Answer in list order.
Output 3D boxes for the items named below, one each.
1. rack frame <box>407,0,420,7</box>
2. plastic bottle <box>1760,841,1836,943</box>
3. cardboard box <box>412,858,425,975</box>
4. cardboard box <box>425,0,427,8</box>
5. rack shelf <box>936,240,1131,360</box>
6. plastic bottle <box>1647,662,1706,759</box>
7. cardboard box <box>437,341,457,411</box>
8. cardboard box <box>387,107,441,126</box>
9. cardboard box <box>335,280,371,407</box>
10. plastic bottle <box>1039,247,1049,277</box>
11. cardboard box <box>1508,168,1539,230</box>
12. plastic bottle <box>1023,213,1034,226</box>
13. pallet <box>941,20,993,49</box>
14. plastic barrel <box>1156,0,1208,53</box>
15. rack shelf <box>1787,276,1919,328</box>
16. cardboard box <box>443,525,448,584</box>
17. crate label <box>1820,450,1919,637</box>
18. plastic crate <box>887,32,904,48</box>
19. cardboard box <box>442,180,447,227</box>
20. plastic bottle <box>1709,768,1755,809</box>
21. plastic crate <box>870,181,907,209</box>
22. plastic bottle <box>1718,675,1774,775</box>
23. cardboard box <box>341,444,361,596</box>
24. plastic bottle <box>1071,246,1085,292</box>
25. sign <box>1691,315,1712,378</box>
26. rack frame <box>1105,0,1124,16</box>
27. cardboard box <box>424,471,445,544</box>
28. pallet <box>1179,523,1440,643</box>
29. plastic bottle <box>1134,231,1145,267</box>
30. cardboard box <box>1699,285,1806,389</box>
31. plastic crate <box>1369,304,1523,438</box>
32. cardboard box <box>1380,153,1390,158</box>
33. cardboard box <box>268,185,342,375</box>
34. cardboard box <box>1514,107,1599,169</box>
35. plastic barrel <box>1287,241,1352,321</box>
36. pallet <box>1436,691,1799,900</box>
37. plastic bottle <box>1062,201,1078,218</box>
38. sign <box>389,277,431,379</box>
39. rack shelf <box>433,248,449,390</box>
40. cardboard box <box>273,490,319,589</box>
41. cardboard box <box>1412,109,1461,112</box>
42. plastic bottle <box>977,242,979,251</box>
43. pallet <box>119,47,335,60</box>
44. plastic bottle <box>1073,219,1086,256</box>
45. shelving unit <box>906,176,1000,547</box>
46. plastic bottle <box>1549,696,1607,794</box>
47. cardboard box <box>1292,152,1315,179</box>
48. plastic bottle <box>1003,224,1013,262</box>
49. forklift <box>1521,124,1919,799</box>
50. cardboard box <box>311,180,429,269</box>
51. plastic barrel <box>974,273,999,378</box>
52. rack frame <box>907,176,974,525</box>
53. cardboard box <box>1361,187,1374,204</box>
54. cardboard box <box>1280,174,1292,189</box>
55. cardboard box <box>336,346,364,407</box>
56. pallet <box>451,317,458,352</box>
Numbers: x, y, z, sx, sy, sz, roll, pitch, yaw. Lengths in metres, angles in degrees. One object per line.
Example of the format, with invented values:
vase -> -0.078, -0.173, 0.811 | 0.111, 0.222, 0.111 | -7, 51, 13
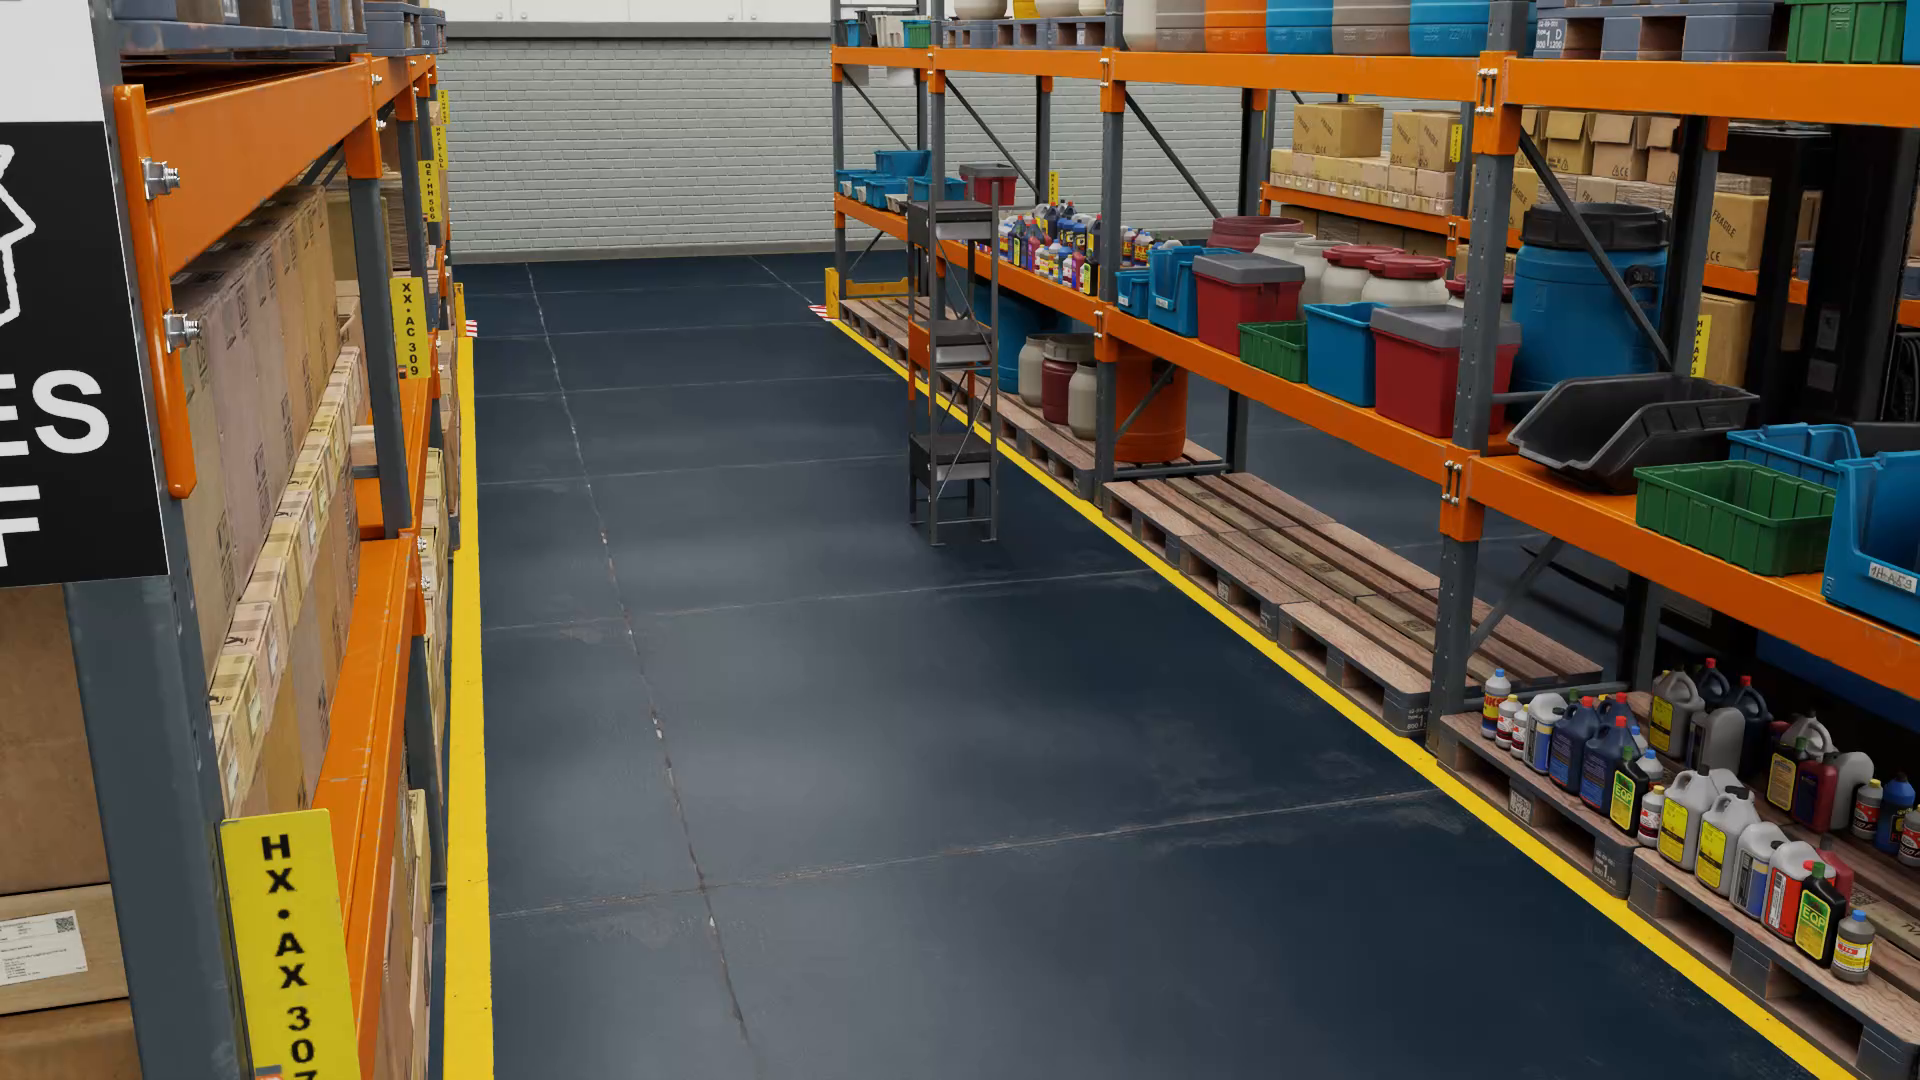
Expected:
rack frame -> -4.506, -5.272, 11.861 | 1.000, 3.000, 0.127 | -5, 17, -15
plastic bottle -> 2.586, 1.078, 5.118 | 0.152, 0.276, 0.135 | -5, 17, -15
cardboard box -> -1.842, 1.180, 4.860 | 0.500, 0.250, 0.500 | -5, 17, -15
cardboard box -> -4.804, -4.573, 14.139 | 0.500, 0.250, 0.500 | -5, 17, -15
rack shelf -> 0.807, -1.892, 12.286 | 1.077, 0.370, 4.000 | -5, 17, -15
plastic bottle -> 2.772, 0.648, 6.420 | 0.144, 0.351, 0.185 | -5, 17, -15
cardboard box -> -3.967, -1.161, 12.184 | 0.500, 0.500, 0.500 | -5, 17, -15
cardboard box -> -4.791, -3.506, 14.498 | 0.500, 0.500, 0.500 | -4, 17, -14
cardboard box -> -2.930, -0.878, 7.486 | 0.500, 0.500, 0.500 | -6, 18, -18
plastic bottle -> 0.598, -1.925, 11.491 | 0.097, 0.201, 0.097 | 0, 17, 0
cardboard box -> 5.045, -2.943, 14.362 | 0.500, 0.500, 0.500 | -5, 17, -15
plastic bottle -> 0.562, -2.596, 13.725 | 0.097, 0.201, 0.097 | 0, 17, 0
pallet -> 0.567, -3.927, 12.924 | 1.213, 0.211, 1.003 | -5, 17, -15
plastic barrel -> 1.374, -3.115, 9.024 | 0.600, 0.901, 0.600 | 0, 17, 0
rack shelf -> 6.669, -1.177, 9.907 | 1.077, 0.370, 4.000 | -5, 17, -15
cardboard box -> -2.882, 0.092, 8.482 | 0.500, 0.250, 0.500 | -5, 17, -16
crate label -> 2.790, 0.025, 4.593 | 0.502, 0.435, 0.616 | -5, 17, -15
plastic crate -> -0.458, -4.422, 14.702 | 0.293, 0.136, 0.466 | -5, 17, -15
cardboard box -> -4.663, -2.889, 14.183 | 0.500, 0.500, 0.500 | -5, 17, -16
plastic bottle -> 2.583, 0.924, 5.631 | 0.152, 0.276, 0.135 | -5, 17, -15
plastic crate -> -0.646, -3.303, 15.921 | 0.416, 0.233, 0.300 | -5, 17, -15
plastic bottle -> 2.963, 0.690, 6.282 | 0.144, 0.351, 0.185 | -6, 18, -18
cardboard box -> -2.179, -0.112, 4.936 | 0.700, 0.500, 0.500 | -5, 17, -17
plastic bottle -> 0.772, -1.769, 10.831 | 0.061, 0.283, 0.133 | -5, 17, -15
sign -> 2.988, -0.750, 6.753 | 0.100, 0.325, 0.005 | -5, 17, -15
rack frame -> 1.357, -4.556, 9.478 | 1.000, 3.000, 0.127 | -5, 17, -15
cardboard box -> -2.877, -0.177, 8.401 | 0.500, 0.311, 0.500 | -5, 17, -16
pallet -> 1.864, 0.207, 8.897 | 1.003, 0.211, 1.213 | -5, 17, -15
plastic bottle -> 1.289, -2.057, 11.808 | 0.097, 0.271, 0.097 | 0, 17, 0
cardboard box -> 5.950, -1.451, 12.531 | 1.225, 0.875, 0.875 | -6, 18, -18
plastic crate -> 2.029, -0.717, 7.014 | 0.402, 0.464, 0.583 | -5, 17, -15
cardboard box -> 4.588, -3.964, 17.678 | 0.500, 0.250, 0.500 | -5, 18, -17
cardboard box -> -2.179, -0.733, 4.750 | 0.700, 0.500, 0.500 | -5, 17, -15
cardboard box -> 5.203, -3.533, 14.583 | 0.797, 0.503, 0.637 | -5, 17, -17
plastic barrel -> 1.961, -1.352, 9.046 | 0.421, 0.512, 0.421 | 0, 17, 0
pallet -> 2.601, 0.948, 6.430 | 1.003, 0.211, 1.213 | -5, 17, -15
plastic bottle -> 0.876, -2.486, 13.101 | 0.144, 0.351, 0.185 | -5, 17, -15
sign -> -1.774, -0.683, 5.369 | 0.100, 0.325, 0.005 | -5, 17, -15
rack shelf -> -3.956, -1.501, 10.986 | 1.077, 0.370, 4.000 | -5, 17, -15
cardboard box -> -1.531, 0.011, 3.400 | 0.380, 0.149, 0.250 | -5, 17, -15
cardboard box -> 4.859, -4.044, 16.641 | 0.500, 0.500, 0.500 | -5, 18, -17
plastic bottle -> 0.178, -2.347, 12.896 | 0.097, 0.201, 0.097 | 0, 17, 0
pallet -> -2.562, -1.774, 5.762 | 0.805, 0.209, 1.217 | -5, 18, -17
plastic bottle -> 0.902, -2.288, 12.577 | 0.097, 0.271, 0.097 | 0, 17, 0
shelving unit -> -0.045, -1.051, 9.802 | 0.431, 2.100, 0.503 | -5, 17, -15
plastic bottle -> 2.279, 0.737, 6.123 | 0.144, 0.351, 0.185 | -4, 17, -14
cardboard box -> 3.942, -4.061, 18.000 | 0.500, 0.250, 0.500 | -5, 17, -16
plastic bottle -> 0.369, -2.188, 12.247 | 0.097, 0.271, 0.097 | 0, 17, 0
forklift -> 3.801, -0.767, 7.411 | 1.130, 2.935, 3.031 | -5, 17, -15
cardboard box -> -3.756, -1.975, 10.409 | 0.700, 0.500, 0.500 | -1, 17, -5
plastic barrel -> 0.391, -1.834, 13.761 | 0.600, 0.901, 0.708 | -5, 17, -15
rack frame -> -0.113, -1.119, 10.027 | 0.400, 2.100, 0.015 | -5, 17, -15
cardboard box -> 4.268, -3.475, 16.742 | 0.380, 0.149, 0.250 | -5, 17, -16
cardboard box -> 3.773, -3.972, 18.398 | 0.380, 0.149, 0.250 | -5, 17, -16
cardboard box -> -2.027, -0.486, 5.056 | 0.380, 0.149, 0.250 | -5, 17, -15
pallet -> -5.364, -1.928, 16.005 | 1.003, 0.211, 1.213 | -5, 17, -15
